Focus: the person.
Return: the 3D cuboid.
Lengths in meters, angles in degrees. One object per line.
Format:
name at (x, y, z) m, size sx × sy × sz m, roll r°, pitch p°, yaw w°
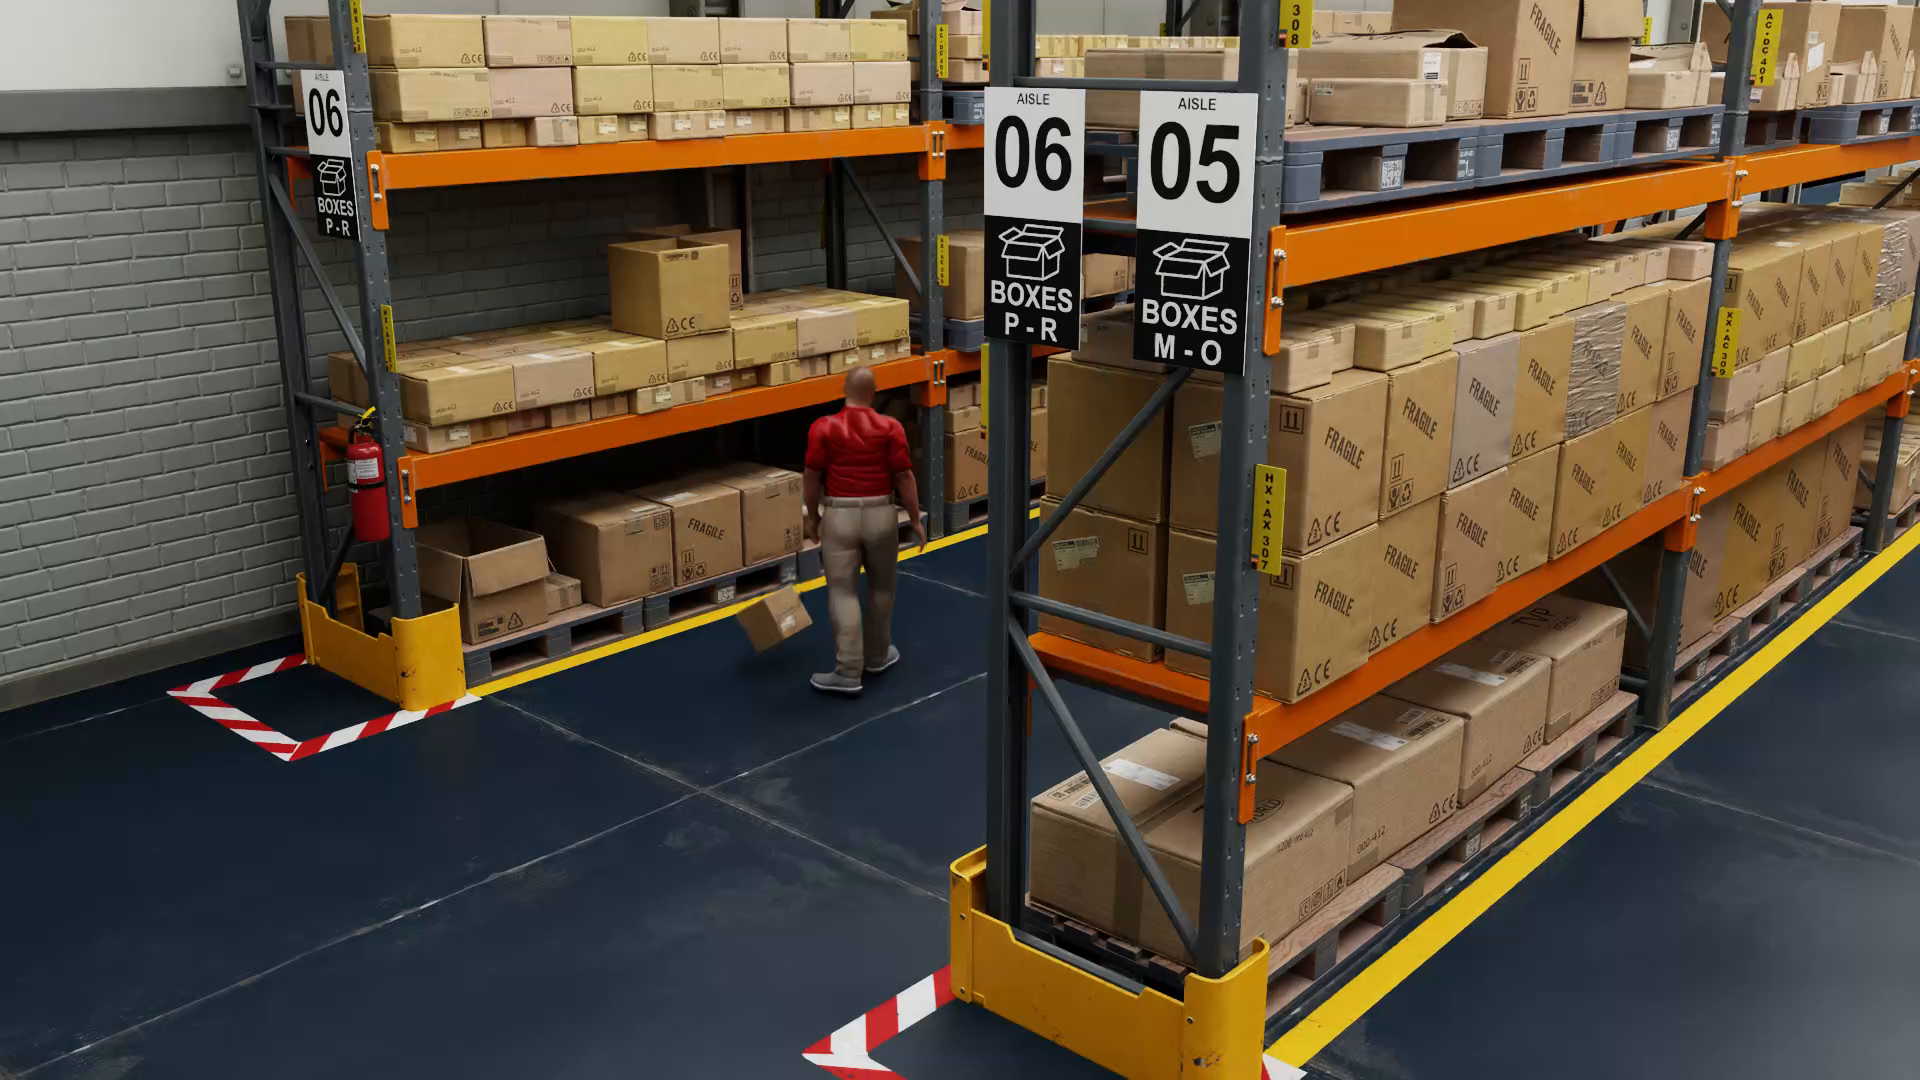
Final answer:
person at (-0.504, -0.076, 8.823) m, size 0.640 × 1.720 × 0.661 m, roll -2°, pitch 17°, yaw -8°
